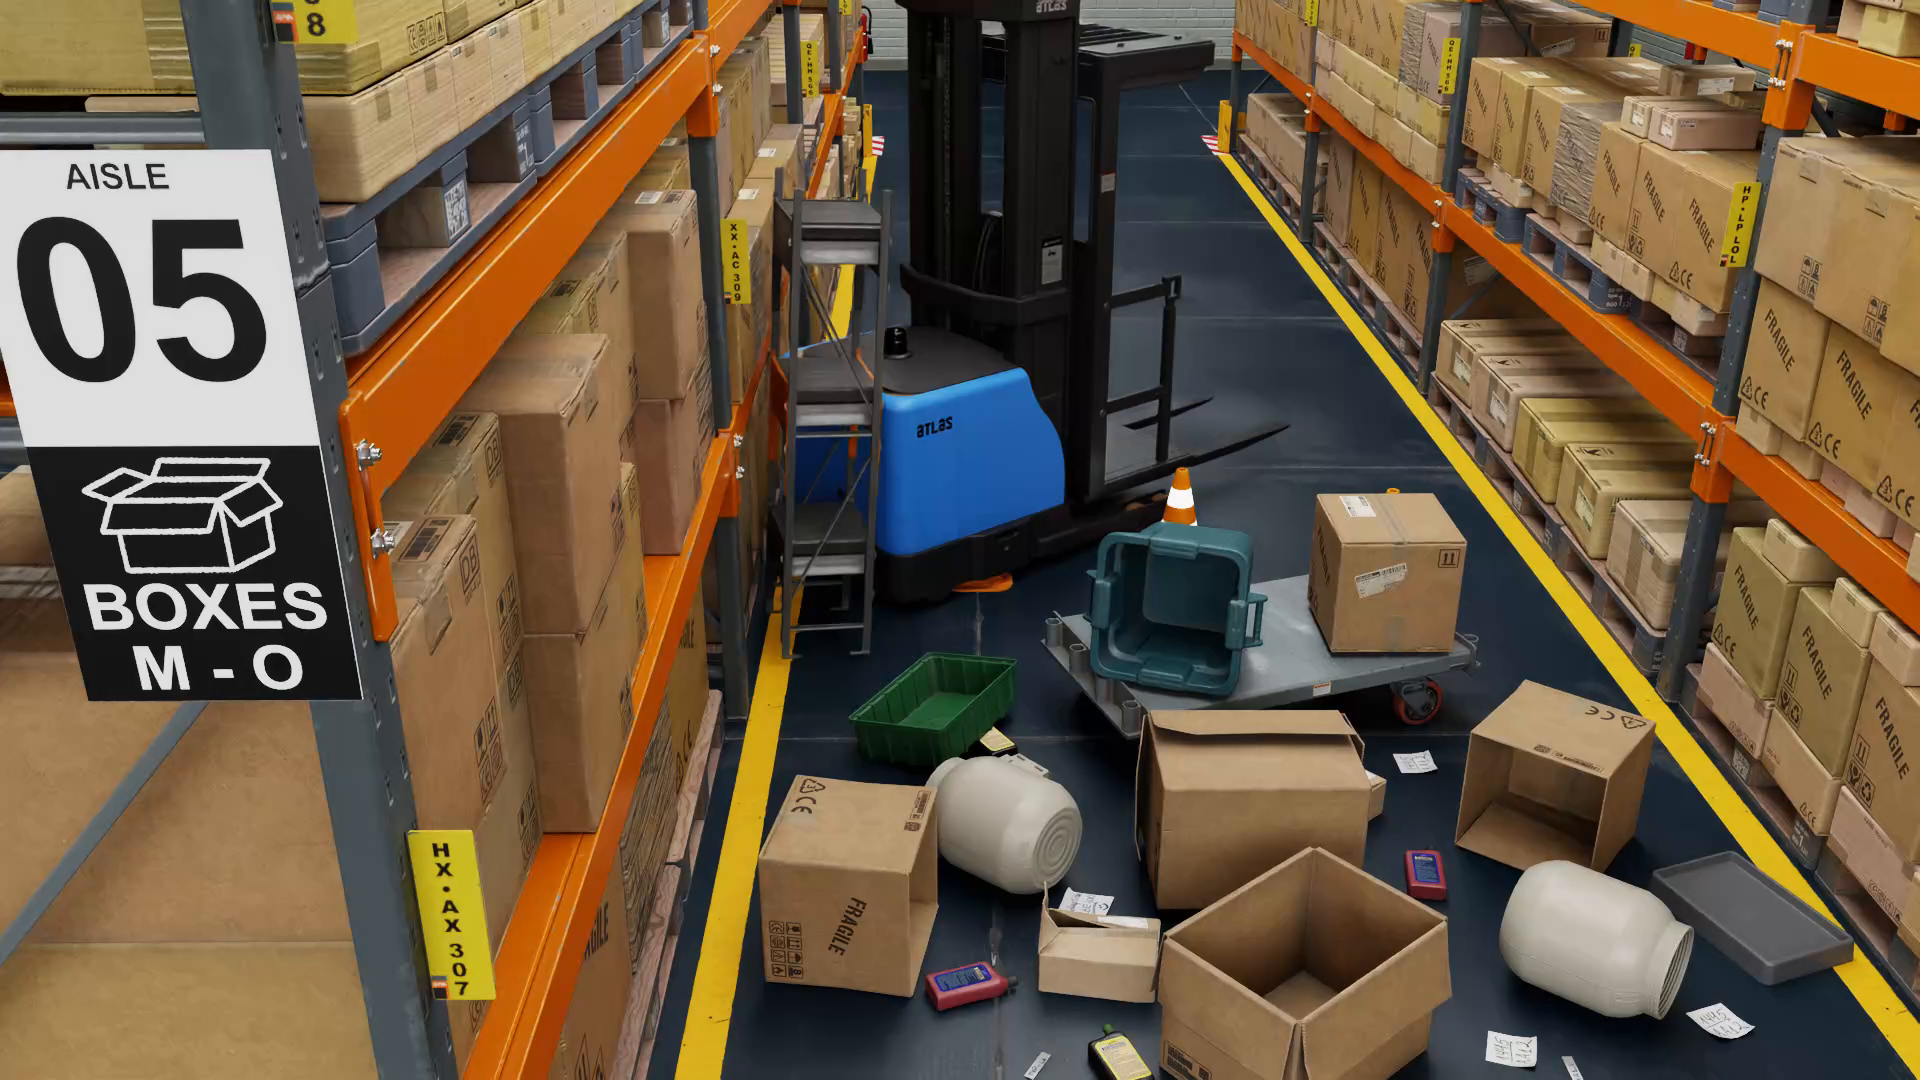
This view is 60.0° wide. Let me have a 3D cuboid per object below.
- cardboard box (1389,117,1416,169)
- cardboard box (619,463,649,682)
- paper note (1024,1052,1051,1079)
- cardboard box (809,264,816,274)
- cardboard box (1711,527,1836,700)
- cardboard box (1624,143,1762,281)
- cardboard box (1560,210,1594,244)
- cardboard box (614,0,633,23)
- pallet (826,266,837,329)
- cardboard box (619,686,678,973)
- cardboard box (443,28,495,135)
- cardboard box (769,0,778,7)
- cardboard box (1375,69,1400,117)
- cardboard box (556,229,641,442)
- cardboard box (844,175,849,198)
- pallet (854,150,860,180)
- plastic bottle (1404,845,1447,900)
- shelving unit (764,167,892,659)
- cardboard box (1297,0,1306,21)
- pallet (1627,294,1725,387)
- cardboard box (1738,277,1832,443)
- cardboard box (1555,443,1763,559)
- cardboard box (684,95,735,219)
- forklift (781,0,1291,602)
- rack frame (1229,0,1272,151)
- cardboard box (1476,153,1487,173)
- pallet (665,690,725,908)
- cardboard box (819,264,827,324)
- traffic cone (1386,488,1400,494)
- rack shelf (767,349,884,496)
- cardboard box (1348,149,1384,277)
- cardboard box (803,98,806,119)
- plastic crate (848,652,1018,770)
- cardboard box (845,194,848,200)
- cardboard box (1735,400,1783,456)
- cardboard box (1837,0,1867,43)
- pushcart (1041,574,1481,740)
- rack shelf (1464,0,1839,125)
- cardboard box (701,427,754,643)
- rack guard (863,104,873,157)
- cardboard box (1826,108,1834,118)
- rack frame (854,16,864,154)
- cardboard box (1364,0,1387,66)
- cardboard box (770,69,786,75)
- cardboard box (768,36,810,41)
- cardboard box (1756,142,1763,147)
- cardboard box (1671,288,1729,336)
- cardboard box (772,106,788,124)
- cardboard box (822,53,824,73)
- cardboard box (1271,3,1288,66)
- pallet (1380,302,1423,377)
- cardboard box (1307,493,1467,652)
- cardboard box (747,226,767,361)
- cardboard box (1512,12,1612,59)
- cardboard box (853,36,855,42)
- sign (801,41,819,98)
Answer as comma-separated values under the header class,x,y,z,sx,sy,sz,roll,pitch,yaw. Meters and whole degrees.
class,x,y,z,sx,sy,sz,roll,pitch,yaw
cardboard box,3.215,-2.681,11.219,0.500,0.250,0.500,0,24,0
cardboard box,-1.365,0.132,4.636,0.875,0.550,0.500,0,24,-1
paper note,0.240,1.625,5.144,0.032,0.001,0.123,13,27,27
cardboard box,-1.213,-1.947,11.028,0.500,0.250,0.500,-1,24,-3
cardboard box,3.282,0.281,6.406,0.500,0.500,0.500,1,24,2
cardboard box,3.304,-1.449,7.322,0.500,0.500,0.500,0,24,0
cardboard box,3.288,-1.607,8.459,0.380,0.149,0.250,1,24,1
cardboard box,-1.064,-1.435,4.316,0.380,0.149,0.250,0,24,-1
pallet,-1.465,-1.820,12.519,1.003,0.211,1.213,0,24,-1
cardboard box,-1.453,0.789,5.435,0.875,0.875,0.875,0,24,0
cardboard box,-1.049,-0.811,2.937,0.380,0.149,0.250,0,24,0
cardboard box,-1.766,-4.745,13.905,0.500,0.500,0.500,-1,24,-2
cardboard box,3.207,-3.111,11.565,0.500,0.250,0.500,-1,24,-2
cardboard box,-1.443,-0.578,4.896,0.875,0.550,0.550,0,24,-1
cardboard box,-1.175,-3.094,14.541,0.380,0.149,0.250,1,24,2
pallet,-1.560,-3.927,17.177,1.003,0.211,1.213,0,24,-1
plastic bottle,1.684,1.196,6.031,0.133,0.061,0.283,4,25,9
shelving unit,-0.602,-0.540,7.345,0.431,2.100,0.503,-2,23,-15
cardboard box,3.177,-4.674,14.109,0.500,0.500,0.500,0,24,-1
pallet,3.682,-0.911,7.358,1.003,0.211,1.213,0,24,-1
cardboard box,3.271,-0.682,6.135,0.500,0.500,0.500,0,24,-1
cardboard box,3.526,-0.189,8.208,0.950,0.372,0.625,1,24,3
cardboard box,-1.428,-1.745,7.634,0.700,0.500,0.500,0,24,0
forklift,0.551,-1.518,8.551,3.031,2.935,1.130,-19,30,-35
rack frame,3.414,-5.628,17.553,1.000,3.000,0.127,0,24,-1
cardboard box,3.319,-2.273,9.932,0.380,0.149,0.250,-2,24,-4
pallet,-1.473,0.965,6.360,1.003,0.211,1.213,0,24,-1
cardboard box,-1.209,-1.820,11.657,0.500,0.500,0.500,0,24,0
traffic cone,2.132,-0.032,8.259,0.336,0.463,0.334,0,24,-1
rack shelf,-0.603,-0.527,7.350,0.431,0.518,0.480,-2,23,-15
cardboard box,3.562,-2.575,12.873,0.875,0.875,0.875,0,24,1
cardboard box,-1.266,-2.972,11.477,0.380,0.149,0.250,1,24,1
plastic crate,-0.092,0.702,6.901,0.450,0.188,0.662,3,22,31
cardboard box,-1.174,-2.960,14.604,0.380,0.149,0.250,-1,24,-3
cardboard box,3.228,-0.437,6.382,0.380,0.149,0.250,0,24,-1
cardboard box,3.301,-1.804,5.764,0.380,0.149,0.250,-1,24,-1
pushcart,1.266,0.543,7.092,1.648,0.377,0.936,-9,26,-19
rack shelf,3.523,-2.546,7.972,1.077,0.370,4.000,0,24,-1
cardboard box,-1.500,-0.041,7.421,1.050,0.750,0.750,0,24,-1
rack guard,-1.534,-4.394,17.858,1.175,0.500,0.348,0,24,-1
cardboard box,8.260,-4.099,16.697,0.700,0.500,0.500,1,24,2
rack frame,-1.534,-5.564,17.412,1.000,3.000,0.127,0,24,-1
cardboard box,3.223,-3.669,11.887,0.500,0.500,0.500,-1,24,-1
cardboard box,-1.264,-2.917,10.634,0.380,0.149,0.250,-1,24,-2
cardboard box,-1.278,-3.562,12.059,0.380,0.149,0.250,-1,24,-3
cardboard box,3.821,-1.456,7.338,0.500,0.500,0.500,0,24,0
cardboard box,3.264,-0.971,7.051,0.380,0.149,0.250,0,24,0
cardboard box,-1.252,-2.680,10.469,0.380,0.149,0.250,1,24,2
cardboard box,-1.288,-3.830,13.373,0.380,0.149,0.250,-1,24,-2
cardboard box,3.166,-4.634,15.235,0.500,0.500,0.500,-1,24,-1
pallet,3.568,-1.386,11.558,1.003,0.211,1.213,0,24,-1
cardboard box,1.766,0.131,6.934,0.500,0.500,0.500,0,24,-1
cardboard box,-1.146,-1.091,7.400,0.500,0.500,0.500,0,24,0
cardboard box,3.741,-3.037,10.490,0.500,0.500,0.500,-1,24,-2
cardboard box,-1.239,-5.005,16.482,0.380,0.149,0.250,0,24,1
sign,-0.892,-2.799,9.893,0.100,0.325,0.005,0,24,-1
